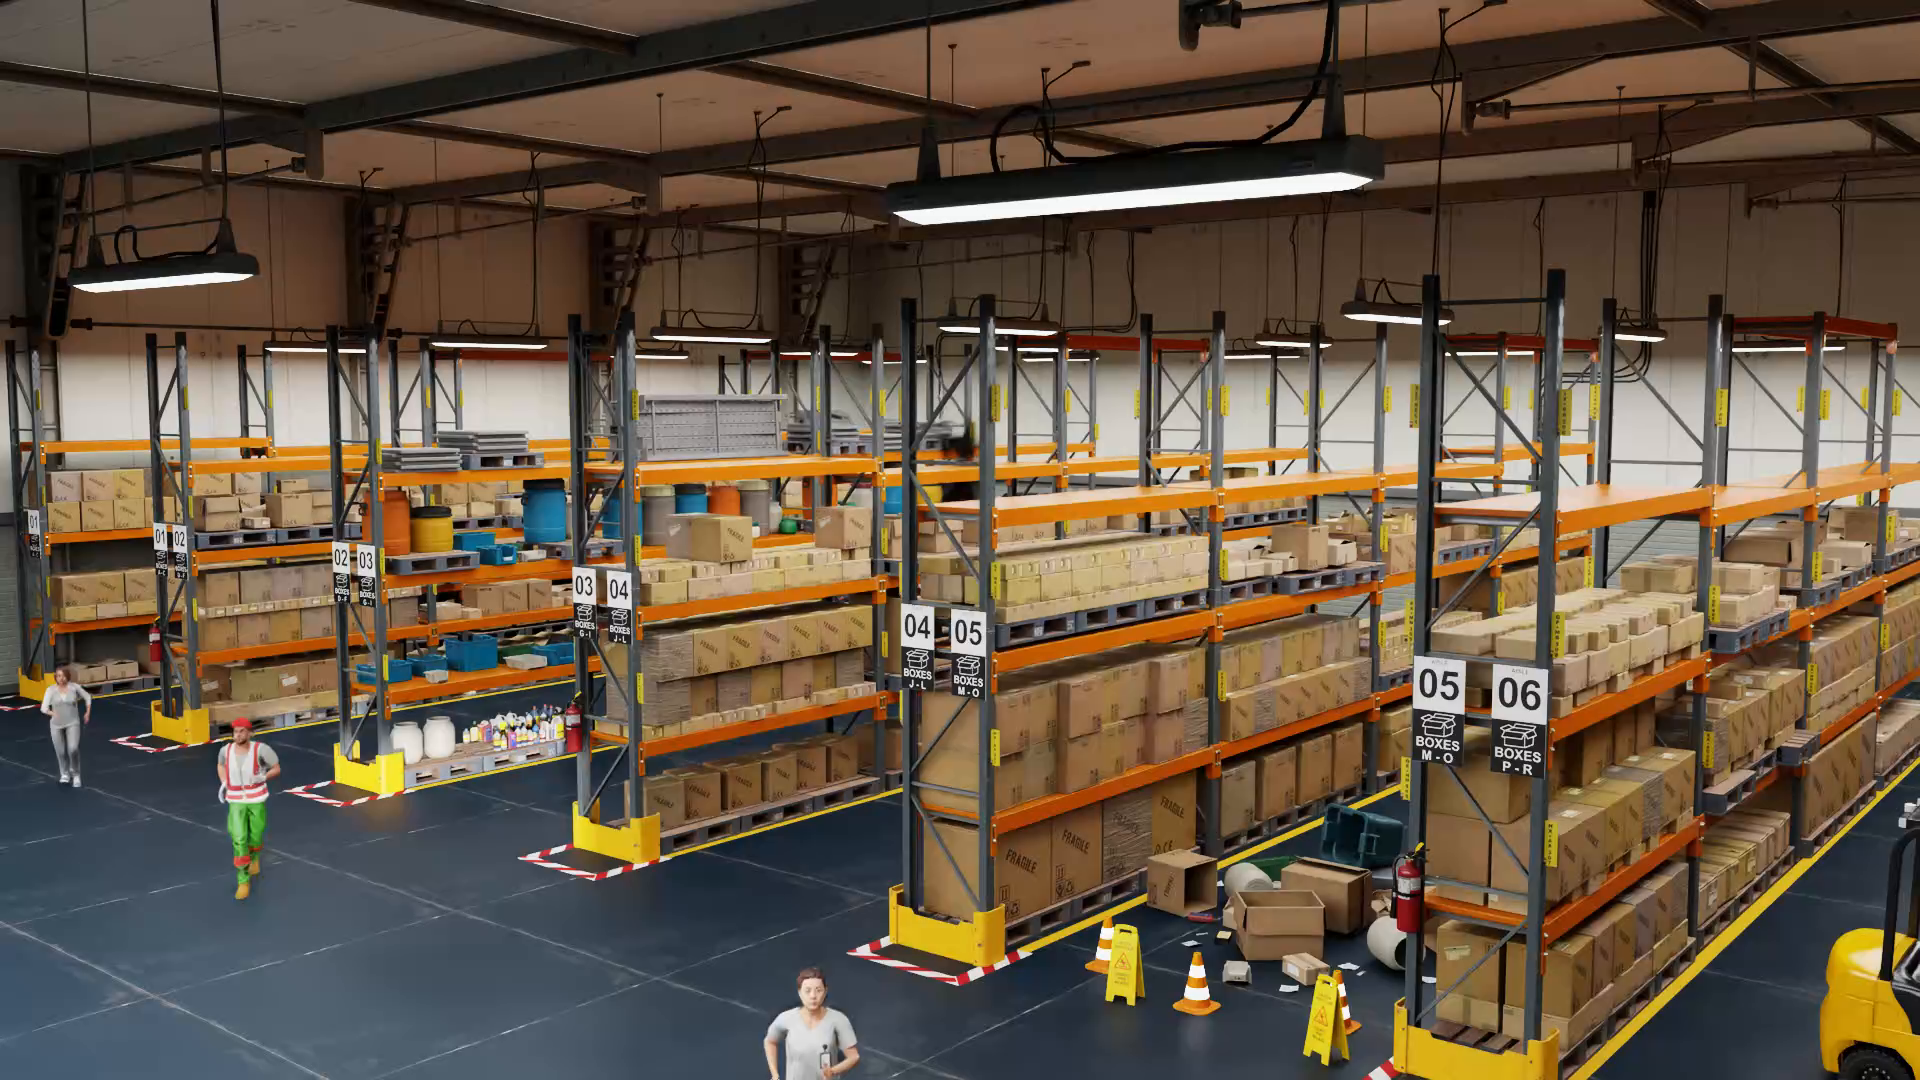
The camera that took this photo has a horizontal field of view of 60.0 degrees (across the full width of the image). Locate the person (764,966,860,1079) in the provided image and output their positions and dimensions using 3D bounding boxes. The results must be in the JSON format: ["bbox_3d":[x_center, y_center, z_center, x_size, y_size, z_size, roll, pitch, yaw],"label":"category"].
[{"bbox_3d":[-0.897,3.409,10.111,0.570,1.647,0.960,-1,5,-9],"label":"person"}]

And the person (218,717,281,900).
[{"bbox_3d":[-5.502,2.126,23.811,7.934,1.804,12.522,-2,5,-16],"label":"person"}]

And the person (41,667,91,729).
[{"bbox_3d":[-11.558,2.044,21.472,0.566,0.765,0.569,-2,6,-24],"label":"person"}]

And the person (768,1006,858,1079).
[{"bbox_3d":[-2.259,2.506,20.310,12.209,1.760,17.693,3,6,26],"label":"person"}]
